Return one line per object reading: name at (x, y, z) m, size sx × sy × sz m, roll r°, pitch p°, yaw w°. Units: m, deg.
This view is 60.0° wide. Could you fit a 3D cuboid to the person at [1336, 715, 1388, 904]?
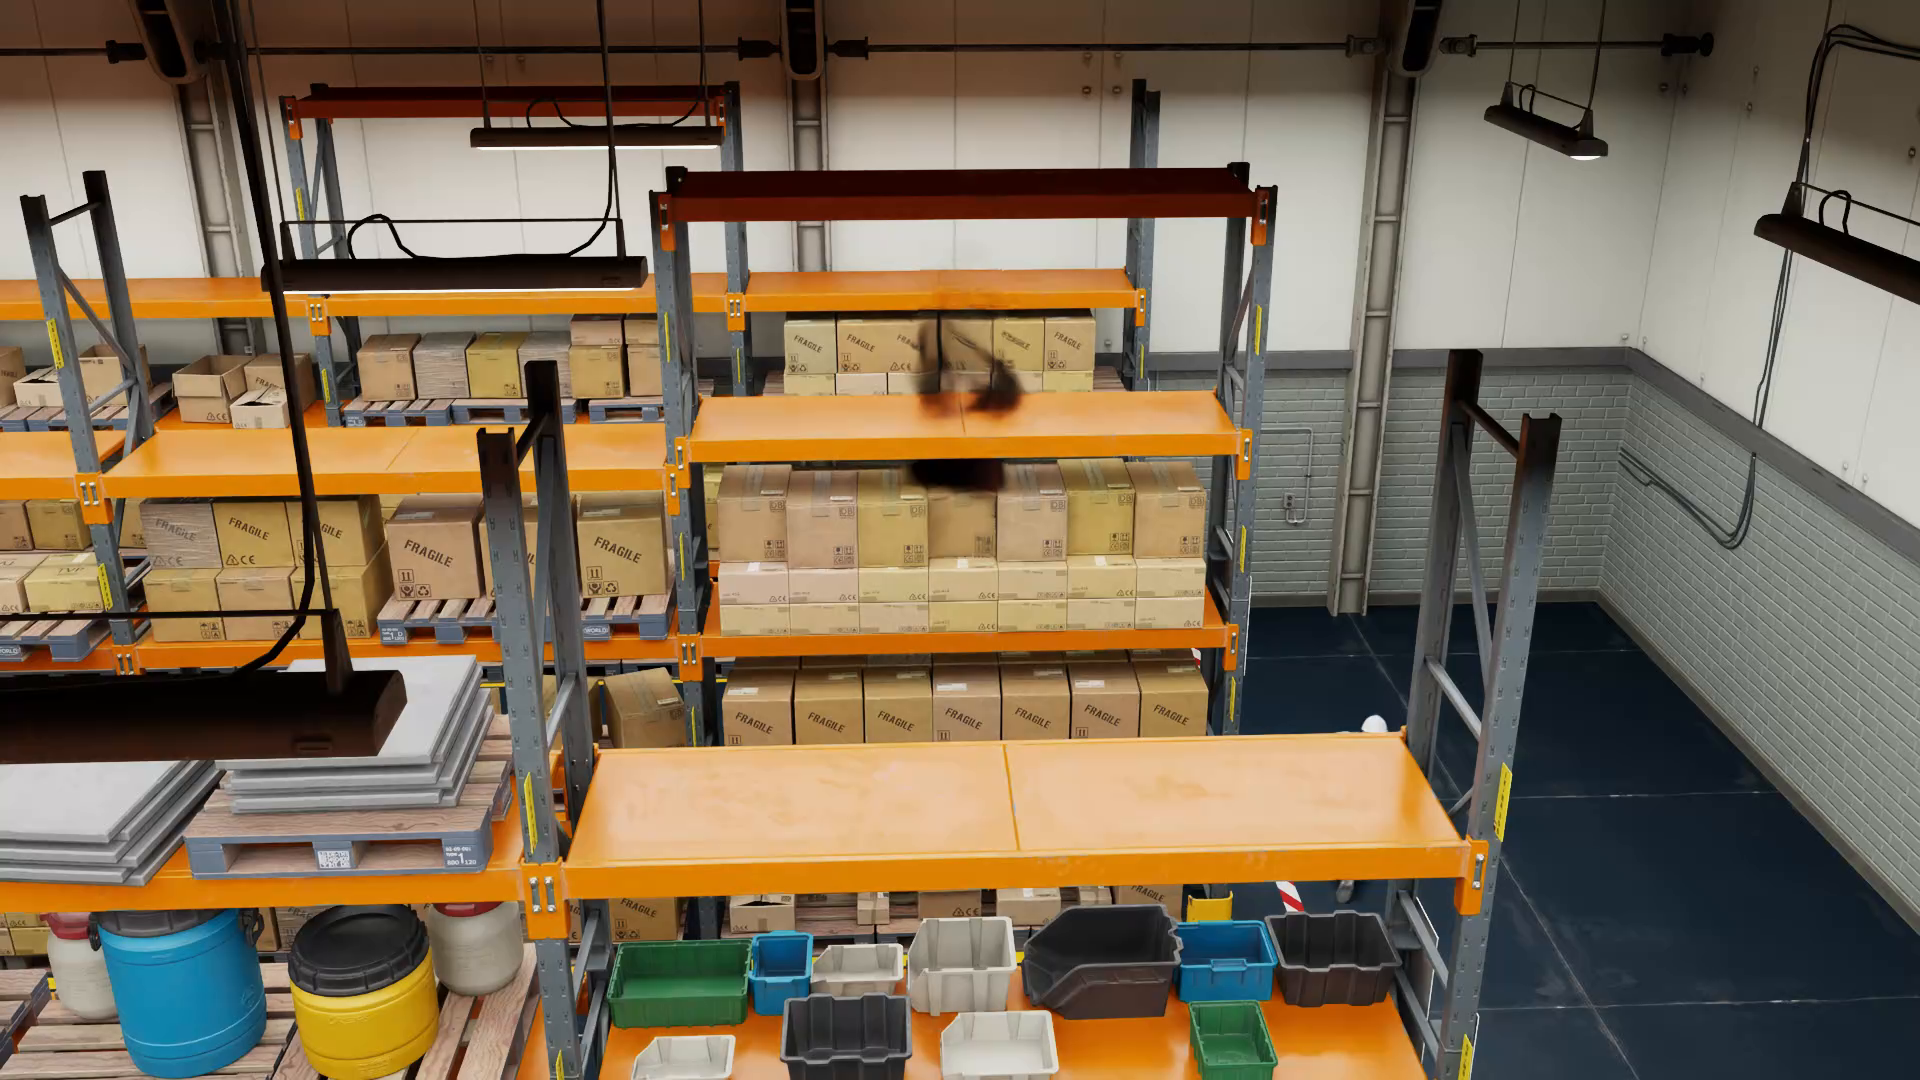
person at (3.290, 2.164, 13.505) m, size 0.644 × 1.779 × 0.855 m, roll 6°, pitch 23°, yaw 14°
